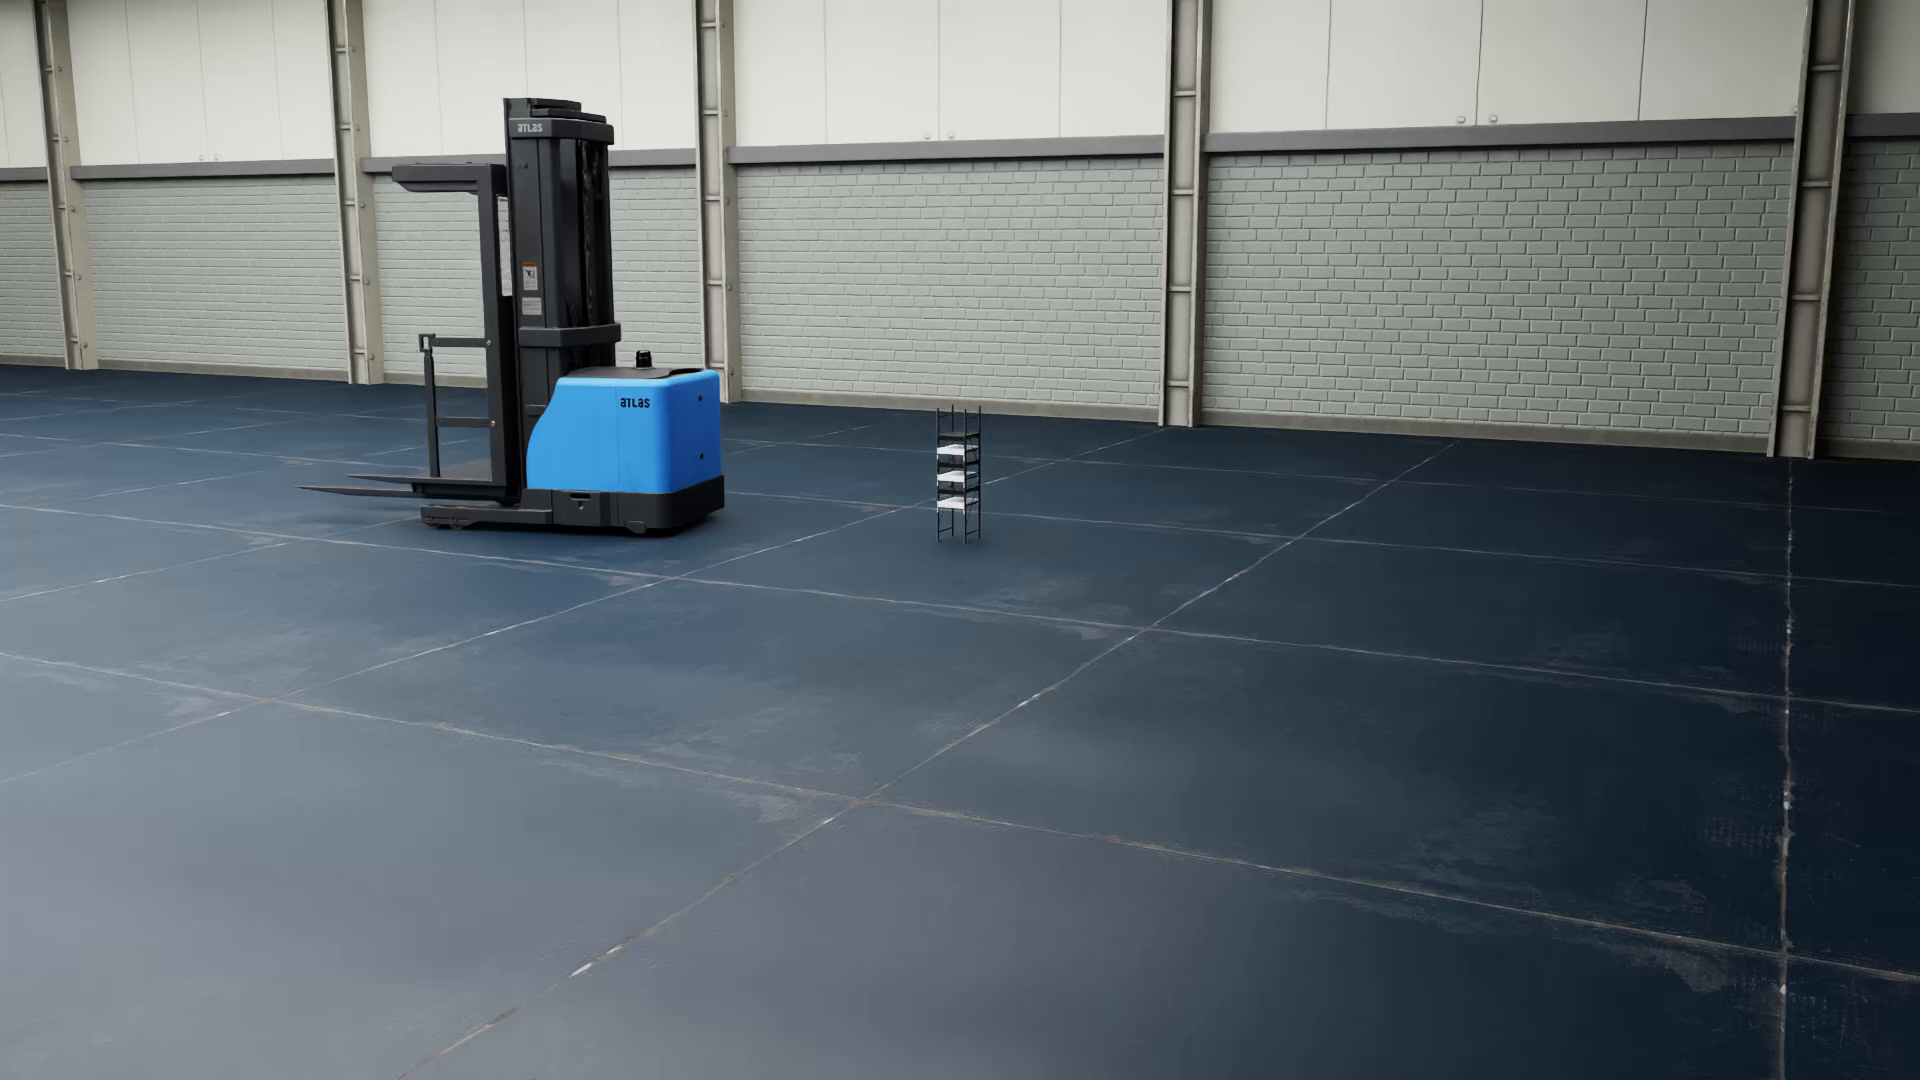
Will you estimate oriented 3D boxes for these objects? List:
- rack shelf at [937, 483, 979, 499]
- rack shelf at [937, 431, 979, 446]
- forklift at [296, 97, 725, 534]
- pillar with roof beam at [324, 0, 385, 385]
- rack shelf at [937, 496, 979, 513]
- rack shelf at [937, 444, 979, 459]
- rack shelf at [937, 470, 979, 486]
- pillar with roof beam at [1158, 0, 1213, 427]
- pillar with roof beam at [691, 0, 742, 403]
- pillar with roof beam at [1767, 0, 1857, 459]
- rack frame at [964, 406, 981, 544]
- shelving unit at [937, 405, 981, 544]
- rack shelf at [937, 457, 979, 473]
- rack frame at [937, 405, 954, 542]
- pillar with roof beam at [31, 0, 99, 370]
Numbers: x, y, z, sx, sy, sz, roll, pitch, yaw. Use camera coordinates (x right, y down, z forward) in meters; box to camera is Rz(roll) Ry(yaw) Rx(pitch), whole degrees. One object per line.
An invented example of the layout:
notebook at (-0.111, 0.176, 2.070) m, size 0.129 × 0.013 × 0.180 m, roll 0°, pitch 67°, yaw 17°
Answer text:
rack shelf at (-0.007, -0.322, 11.176) m, size 0.200 × 0.077 × 0.258 m, roll 5°, pitch 11°, yaw 26°
rack shelf at (-0.007, -0.676, 11.111) m, size 0.200 × 0.077 × 0.258 m, roll 5°, pitch 11°, yaw 26°
forklift at (-3.294, -1.602, 11.852) m, size 3.031 × 2.935 × 1.130 m, roll 3°, pitch 11°, yaw 14°
pillar with roof beam at (-10.259, -5.948, 18.829) m, size 0.400 × 9.000 × 9.100 m, roll 5°, pitch 11°, yaw 26°
rack shelf at (-0.007, -0.234, 11.192) m, size 0.200 × 0.077 × 0.258 m, roll 5°, pitch 11°, yaw 26°
rack shelf at (-0.007, -0.588, 11.127) m, size 0.200 × 0.077 × 0.258 m, roll 5°, pitch 11°, yaw 26°
rack shelf at (-0.007, -0.411, 11.160) m, size 0.200 × 0.077 × 0.258 m, roll 5°, pitch 11°, yaw 26°
pillar with roof beam at (0.503, -5.003, 13.604) m, size 0.400 × 9.000 × 9.100 m, roll 5°, pitch 11°, yaw 26°
pillar with roof beam at (-4.878, -5.476, 16.217) m, size 0.400 × 9.000 × 9.100 m, roll 5°, pitch 11°, yaw 26°
pillar with roof beam at (5.883, -4.530, 10.992) m, size 0.400 × 9.000 × 9.100 m, roll 5°, pitch 11°, yaw 26°
rack frame at (0.084, -0.435, 11.109) m, size 0.006 × 0.900 × 0.240 m, roll 5°, pitch 11°, yaw 26°
shelving unit at (-0.007, -0.443, 11.154) m, size 0.210 × 0.900 × 0.258 m, roll 5°, pitch 11°, yaw 26°
rack shelf at (-0.007, -0.499, 11.144) m, size 0.200 × 0.077 × 0.258 m, roll 5°, pitch 11°, yaw 26°
rack frame at (-0.098, -0.451, 11.198) m, size 0.006 × 0.900 × 0.240 m, roll 5°, pitch 11°, yaw 26°
pillar with roof beam at (-15.639, -6.421, 21.442) m, size 0.400 × 9.000 × 9.100 m, roll 5°, pitch 11°, yaw 26°
